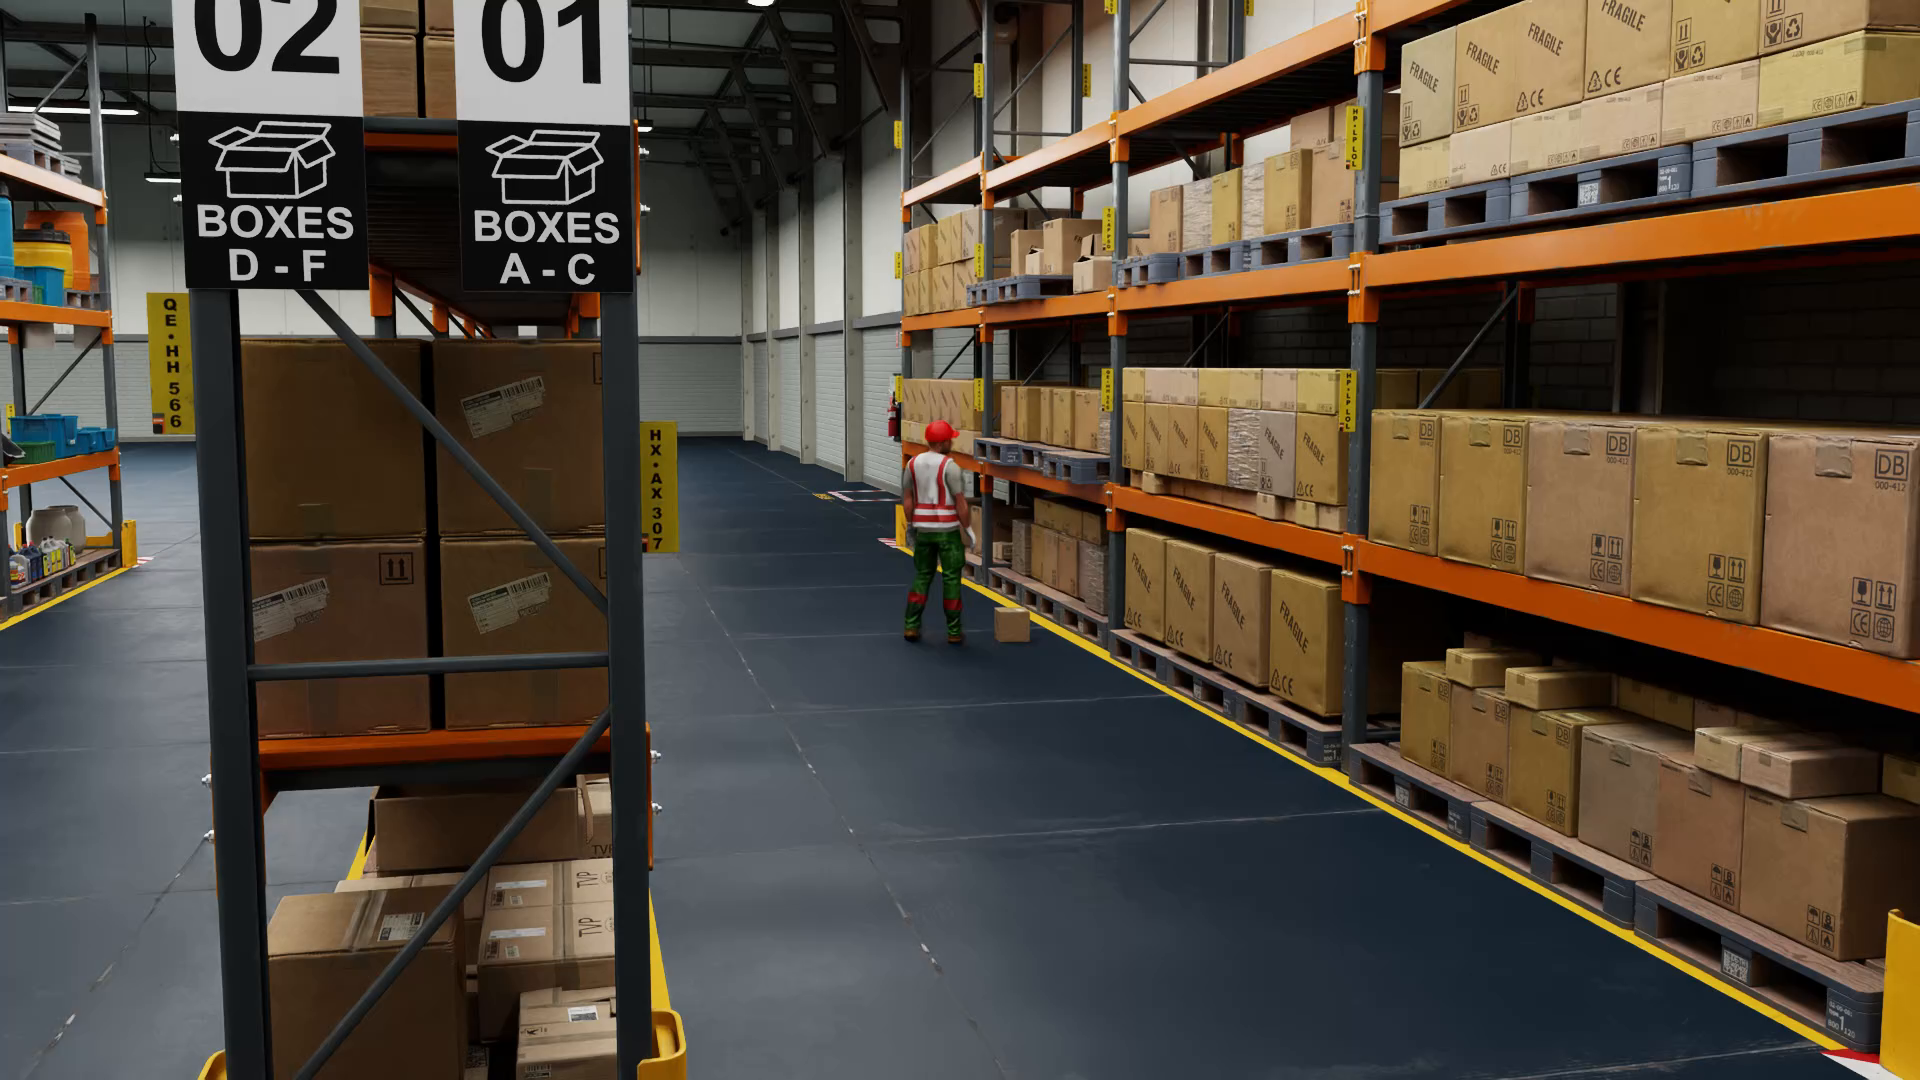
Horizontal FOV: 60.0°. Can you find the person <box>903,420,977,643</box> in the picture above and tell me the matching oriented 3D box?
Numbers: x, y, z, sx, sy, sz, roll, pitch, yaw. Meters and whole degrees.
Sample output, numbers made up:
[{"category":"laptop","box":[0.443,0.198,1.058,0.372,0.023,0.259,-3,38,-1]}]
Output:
[{"category":"person","box":[-0.170,-0.063,13.392,0.645,1.805,0.412,4,7,31]}]
